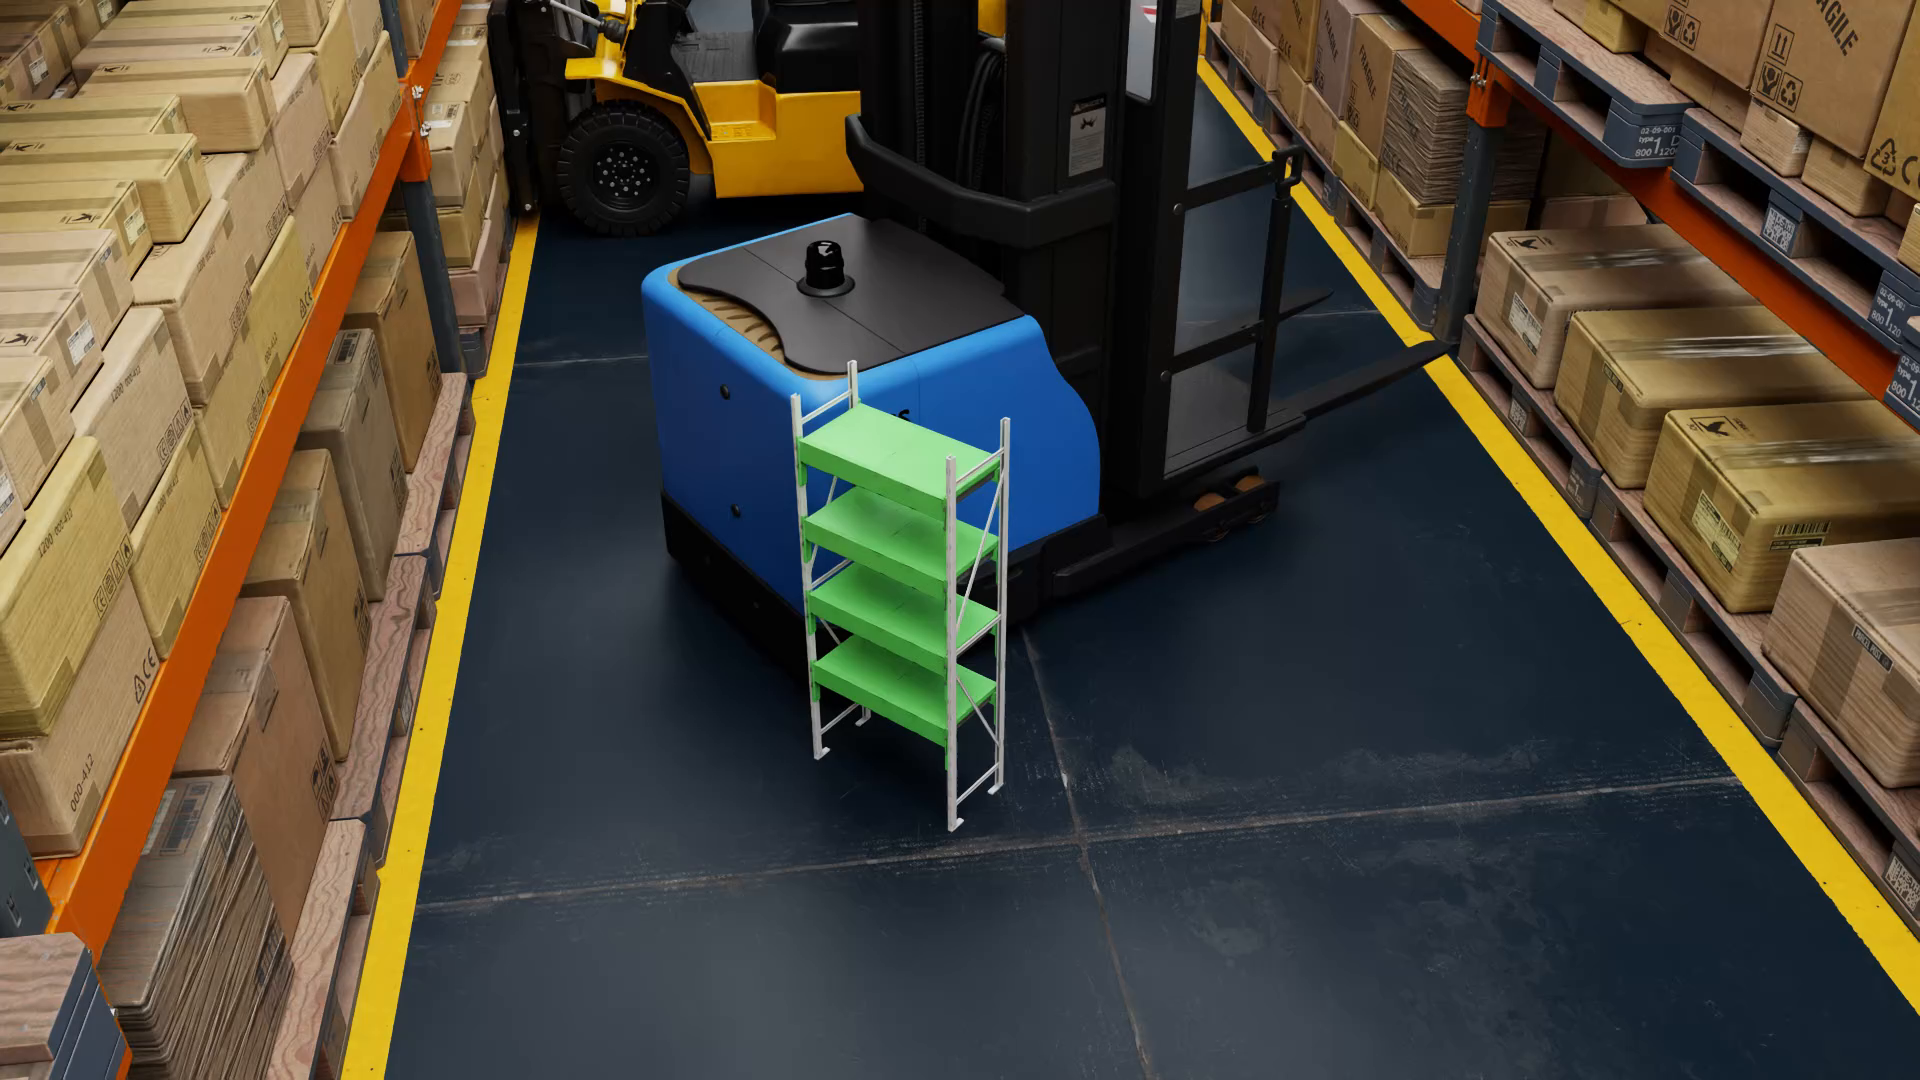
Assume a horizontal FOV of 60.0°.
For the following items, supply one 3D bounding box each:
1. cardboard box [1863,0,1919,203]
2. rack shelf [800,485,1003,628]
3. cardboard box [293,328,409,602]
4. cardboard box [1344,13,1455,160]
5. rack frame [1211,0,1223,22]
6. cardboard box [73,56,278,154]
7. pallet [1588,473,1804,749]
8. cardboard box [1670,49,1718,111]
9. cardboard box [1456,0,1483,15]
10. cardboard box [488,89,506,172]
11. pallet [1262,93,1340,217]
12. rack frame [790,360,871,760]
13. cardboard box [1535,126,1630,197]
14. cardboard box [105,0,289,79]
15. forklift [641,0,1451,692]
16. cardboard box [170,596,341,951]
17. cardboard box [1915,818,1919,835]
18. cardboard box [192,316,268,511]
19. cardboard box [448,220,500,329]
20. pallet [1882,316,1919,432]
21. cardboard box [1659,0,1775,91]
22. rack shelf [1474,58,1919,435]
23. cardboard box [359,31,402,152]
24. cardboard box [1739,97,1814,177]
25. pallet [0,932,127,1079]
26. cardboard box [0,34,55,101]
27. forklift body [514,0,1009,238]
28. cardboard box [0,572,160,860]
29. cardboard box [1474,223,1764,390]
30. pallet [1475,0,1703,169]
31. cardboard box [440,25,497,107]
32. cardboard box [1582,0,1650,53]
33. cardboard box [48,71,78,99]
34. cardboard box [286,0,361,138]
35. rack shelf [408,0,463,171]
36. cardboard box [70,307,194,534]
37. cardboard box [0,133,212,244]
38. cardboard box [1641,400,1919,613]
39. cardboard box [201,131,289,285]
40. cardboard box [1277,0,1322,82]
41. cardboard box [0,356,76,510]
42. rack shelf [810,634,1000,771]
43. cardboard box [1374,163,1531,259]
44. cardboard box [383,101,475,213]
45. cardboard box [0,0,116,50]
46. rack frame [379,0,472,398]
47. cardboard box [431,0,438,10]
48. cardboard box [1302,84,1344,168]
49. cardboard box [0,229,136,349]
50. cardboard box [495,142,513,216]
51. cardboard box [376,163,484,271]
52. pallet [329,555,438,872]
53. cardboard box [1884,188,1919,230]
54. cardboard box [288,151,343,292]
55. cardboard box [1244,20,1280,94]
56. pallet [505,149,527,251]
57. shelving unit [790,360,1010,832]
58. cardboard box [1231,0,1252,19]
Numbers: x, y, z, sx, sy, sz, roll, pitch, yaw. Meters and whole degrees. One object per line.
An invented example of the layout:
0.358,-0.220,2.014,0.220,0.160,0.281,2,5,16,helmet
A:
2.549,-1.023,3.862,0.500,0.500,0.500,-7,35,-10,cardboard box
-0.150,0.023,4.338,0.480,0.148,0.258,23,41,30,rack shelf
-2.243,-0.206,5.125,0.875,0.625,0.625,-5,35,-7,cardboard box
2.081,-2.056,7.507,0.500,0.500,0.500,-4,34,-6,cardboard box
1.959,-4.348,9.466,1.000,3.000,0.127,-4,35,-6,rack frame
-1.841,-1.020,3.919,0.380,0.149,0.250,-5,35,-8,cardboard box
2.771,0.153,5.338,1.003,0.211,1.213,-4,35,-6,pallet
2.390,-1.414,5.012,0.380,0.149,0.250,-4,34,-6,cardboard box
2.152,-2.168,6.491,0.380,0.149,0.250,-5,35,-7,cardboard box
-2.306,-1.837,7.407,0.500,0.250,0.500,-5,35,-7,cardboard box
2.204,-2.018,8.524,1.003,0.211,1.213,-4,35,-6,pallet
-0.345,0.086,4.558,0.015,1.200,0.240,23,41,30,rack frame
2.685,-1.813,7.149,0.500,0.500,0.500,-3,34,-4,cardboard box
-1.982,-1.302,4.333,0.380,0.149,0.250,-5,35,-8,cardboard box
0.499,-1.421,5.233,3.031,2.935,1.130,-23,40,-30,forklift
-2.049,0.589,3.958,0.875,0.625,0.625,-3,34,-5,cardboard box
2.969,0.713,4.001,0.950,0.372,0.625,-7,35,-10,cardboard box
-1.840,-0.278,3.627,0.500,0.250,0.500,-5,35,-8,cardboard box
-2.158,-1.070,6.725,0.500,0.250,0.500,-4,34,-6,cardboard box
2.834,-0.194,3.541,1.213,0.211,1.003,-4,35,-6,pallet
2.397,-1.614,4.729,0.500,0.500,0.500,-5,35,-7,cardboard box
2.766,-0.702,4.756,1.077,0.370,4.000,-4,35,-6,rack shelf
-2.094,-1.414,5.295,0.500,0.250,0.500,-4,34,-5,cardboard box
2.406,-1.124,4.586,0.380,0.149,0.250,-3,34,-5,cardboard box
-1.722,0.947,1.868,1.213,0.211,1.003,-4,35,-6,pallet
-2.467,-1.119,4.064,0.380,0.149,0.250,-5,35,-7,cardboard box
-0.896,-2.699,7.801,2.313,2.155,1.214,-4,35,-6,forklift body
-1.701,0.290,2.794,0.500,0.250,0.500,-4,35,-6,cardboard box
2.570,-0.911,6.384,0.950,0.372,0.625,-4,34,-6,cardboard box
2.456,-1.599,5.603,1.003,0.211,1.213,-4,35,-6,pallet
-2.312,-2.045,7.268,0.500,0.250,0.500,-3,34,-5,cardboard box
2.283,-1.713,5.450,0.380,0.149,0.250,-4,34,-5,cardboard box
-2.491,-1.011,4.260,0.500,0.250,0.500,-5,35,-8,cardboard box
-2.025,-1.341,4.744,0.500,0.250,0.500,-5,35,-8,cardboard box
-2.690,-2.557,7.477,1.077,0.370,4.000,-4,35,-6,rack shelf
-1.767,-0.196,3.063,0.500,0.250,0.500,-3,34,-5,cardboard box
-1.818,-0.735,3.500,0.380,0.149,0.250,-4,34,-5,cardboard box
2.765,-0.122,5.226,0.950,0.372,0.625,-3,34,-5,cardboard box
-1.913,-0.772,3.909,0.500,0.250,0.500,-4,34,-6,cardboard box
1.931,-2.639,8.361,0.500,0.500,0.500,-4,34,-5,cardboard box
-1.671,-0.164,2.662,0.380,0.149,0.250,-4,34,-5,cardboard box
-0.150,0.420,4.608,0.480,0.148,0.258,23,41,30,rack shelf
2.151,-1.463,7.301,0.500,0.250,0.500,-3,34,-4,cardboard box
-2.175,-1.482,6.442,0.500,0.250,0.500,-5,35,-7,cardboard box
-2.514,-1.401,4.477,0.380,0.149,0.250,-5,35,-7,cardboard box
-2.421,-1.738,5.636,1.000,3.000,0.127,-4,35,-6,rack frame
-2.308,-2.336,6.425,0.500,0.500,0.500,-4,34,-6,cardboard box
2.006,-2.043,8.153,0.500,0.250,0.500,-4,34,-6,cardboard box
-1.779,-0.450,3.083,0.380,0.149,0.250,-4,34,-6,cardboard box
-2.326,-1.638,7.558,0.500,0.250,0.500,-4,34,-6,cardboard box
-2.180,-1.275,6.582,0.500,0.250,0.500,-5,35,-7,cardboard box
-2.116,0.505,4.821,1.003,0.211,1.213,-4,35,-6,pallet
2.586,-0.843,4.174,0.380,0.149,0.250,-4,34,-6,cardboard box
-1.984,-0.855,4.474,0.500,0.250,0.500,-4,34,-6,cardboard box
1.855,-2.629,9.012,0.500,0.250,0.500,-3,34,-5,cardboard box
-2.654,-1.715,8.079,1.003,0.211,1.213,-4,35,-6,pallet
-0.150,0.169,4.437,0.503,1.200,0.258,23,41,30,shelving unit
1.797,-3.211,9.201,0.500,0.500,0.500,-5,35,-8,cardboard box
